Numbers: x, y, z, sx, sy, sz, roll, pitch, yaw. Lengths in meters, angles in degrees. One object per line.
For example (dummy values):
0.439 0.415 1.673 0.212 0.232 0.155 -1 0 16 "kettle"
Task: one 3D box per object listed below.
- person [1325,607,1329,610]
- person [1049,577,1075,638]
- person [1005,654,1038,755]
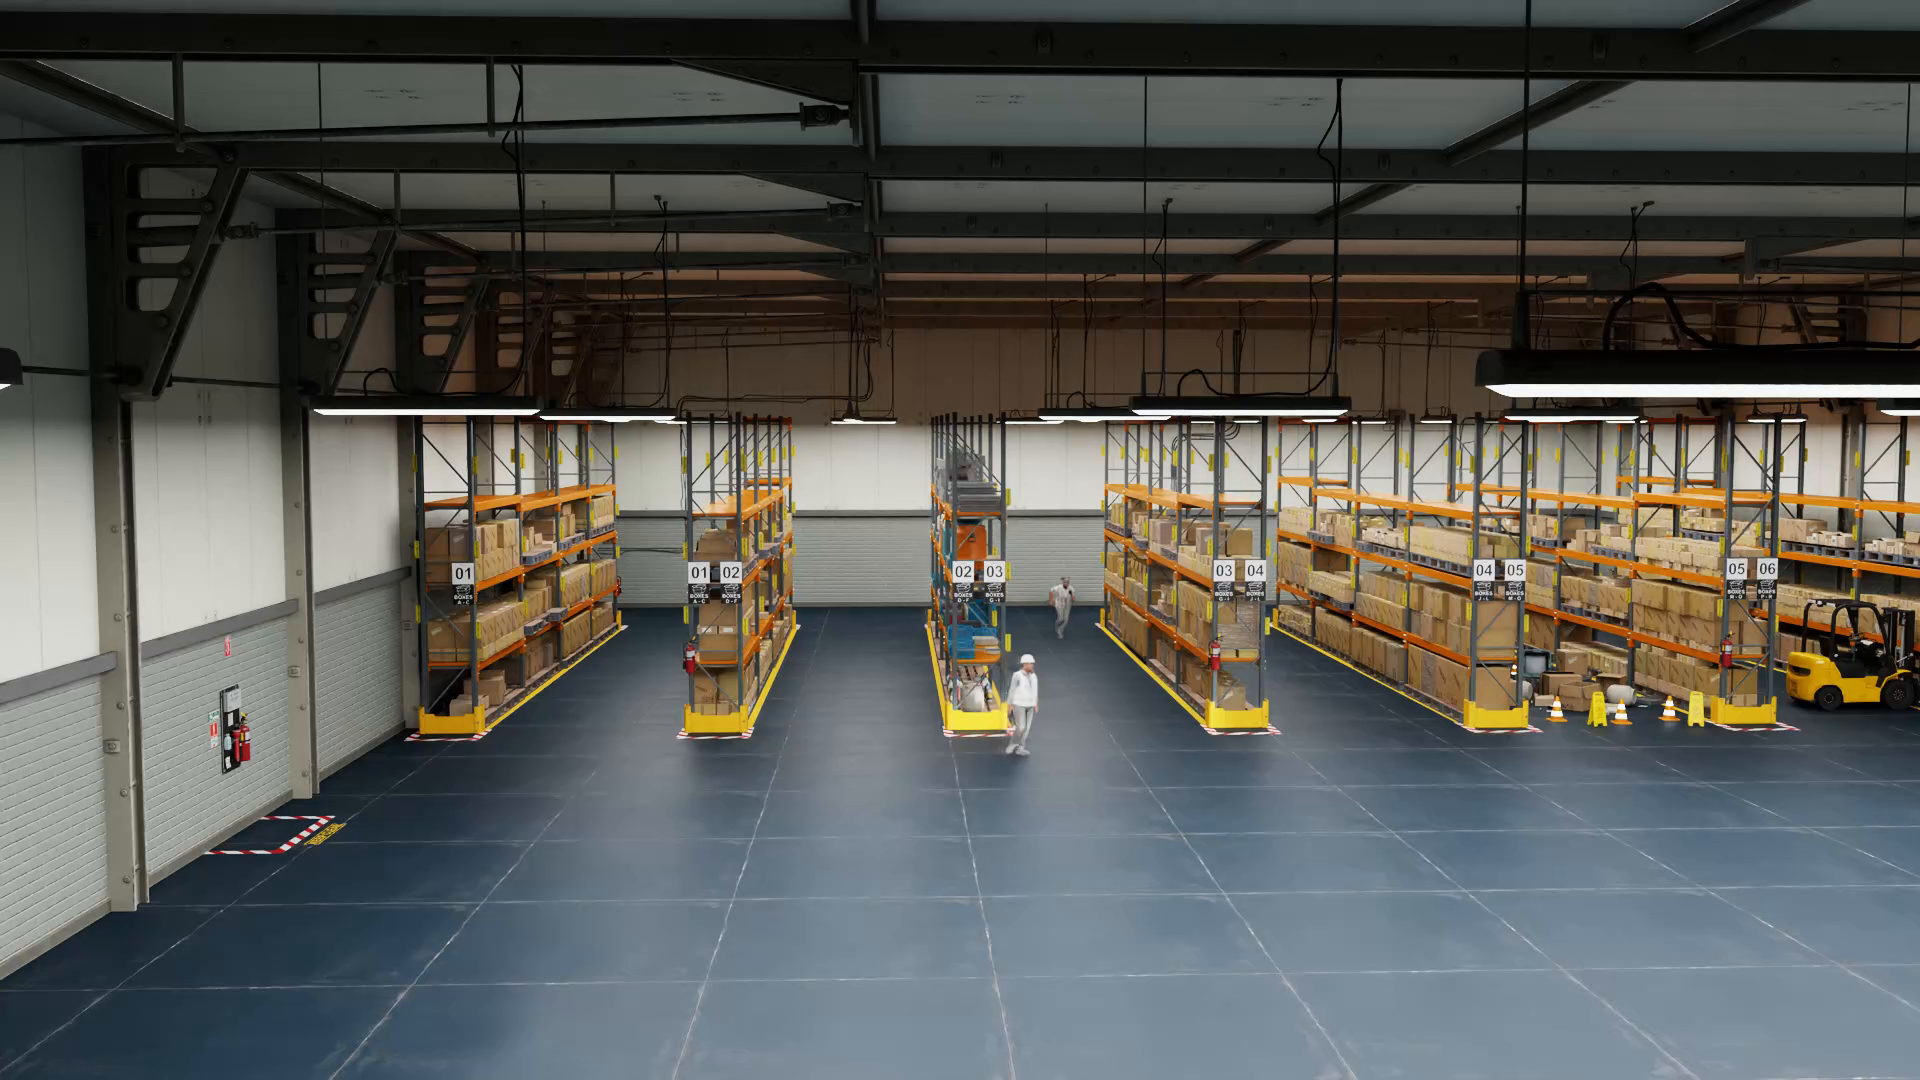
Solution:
10.881 1.598 48.480 0.650 1.665 0.852 -3 5 -42 "person"
2.804 1.827 44.922 0.641 1.696 0.729 -1 4 -20 "person"
1.087 2.863 28.854 0.619 1.762 0.443 -3 5 -37 "person"
